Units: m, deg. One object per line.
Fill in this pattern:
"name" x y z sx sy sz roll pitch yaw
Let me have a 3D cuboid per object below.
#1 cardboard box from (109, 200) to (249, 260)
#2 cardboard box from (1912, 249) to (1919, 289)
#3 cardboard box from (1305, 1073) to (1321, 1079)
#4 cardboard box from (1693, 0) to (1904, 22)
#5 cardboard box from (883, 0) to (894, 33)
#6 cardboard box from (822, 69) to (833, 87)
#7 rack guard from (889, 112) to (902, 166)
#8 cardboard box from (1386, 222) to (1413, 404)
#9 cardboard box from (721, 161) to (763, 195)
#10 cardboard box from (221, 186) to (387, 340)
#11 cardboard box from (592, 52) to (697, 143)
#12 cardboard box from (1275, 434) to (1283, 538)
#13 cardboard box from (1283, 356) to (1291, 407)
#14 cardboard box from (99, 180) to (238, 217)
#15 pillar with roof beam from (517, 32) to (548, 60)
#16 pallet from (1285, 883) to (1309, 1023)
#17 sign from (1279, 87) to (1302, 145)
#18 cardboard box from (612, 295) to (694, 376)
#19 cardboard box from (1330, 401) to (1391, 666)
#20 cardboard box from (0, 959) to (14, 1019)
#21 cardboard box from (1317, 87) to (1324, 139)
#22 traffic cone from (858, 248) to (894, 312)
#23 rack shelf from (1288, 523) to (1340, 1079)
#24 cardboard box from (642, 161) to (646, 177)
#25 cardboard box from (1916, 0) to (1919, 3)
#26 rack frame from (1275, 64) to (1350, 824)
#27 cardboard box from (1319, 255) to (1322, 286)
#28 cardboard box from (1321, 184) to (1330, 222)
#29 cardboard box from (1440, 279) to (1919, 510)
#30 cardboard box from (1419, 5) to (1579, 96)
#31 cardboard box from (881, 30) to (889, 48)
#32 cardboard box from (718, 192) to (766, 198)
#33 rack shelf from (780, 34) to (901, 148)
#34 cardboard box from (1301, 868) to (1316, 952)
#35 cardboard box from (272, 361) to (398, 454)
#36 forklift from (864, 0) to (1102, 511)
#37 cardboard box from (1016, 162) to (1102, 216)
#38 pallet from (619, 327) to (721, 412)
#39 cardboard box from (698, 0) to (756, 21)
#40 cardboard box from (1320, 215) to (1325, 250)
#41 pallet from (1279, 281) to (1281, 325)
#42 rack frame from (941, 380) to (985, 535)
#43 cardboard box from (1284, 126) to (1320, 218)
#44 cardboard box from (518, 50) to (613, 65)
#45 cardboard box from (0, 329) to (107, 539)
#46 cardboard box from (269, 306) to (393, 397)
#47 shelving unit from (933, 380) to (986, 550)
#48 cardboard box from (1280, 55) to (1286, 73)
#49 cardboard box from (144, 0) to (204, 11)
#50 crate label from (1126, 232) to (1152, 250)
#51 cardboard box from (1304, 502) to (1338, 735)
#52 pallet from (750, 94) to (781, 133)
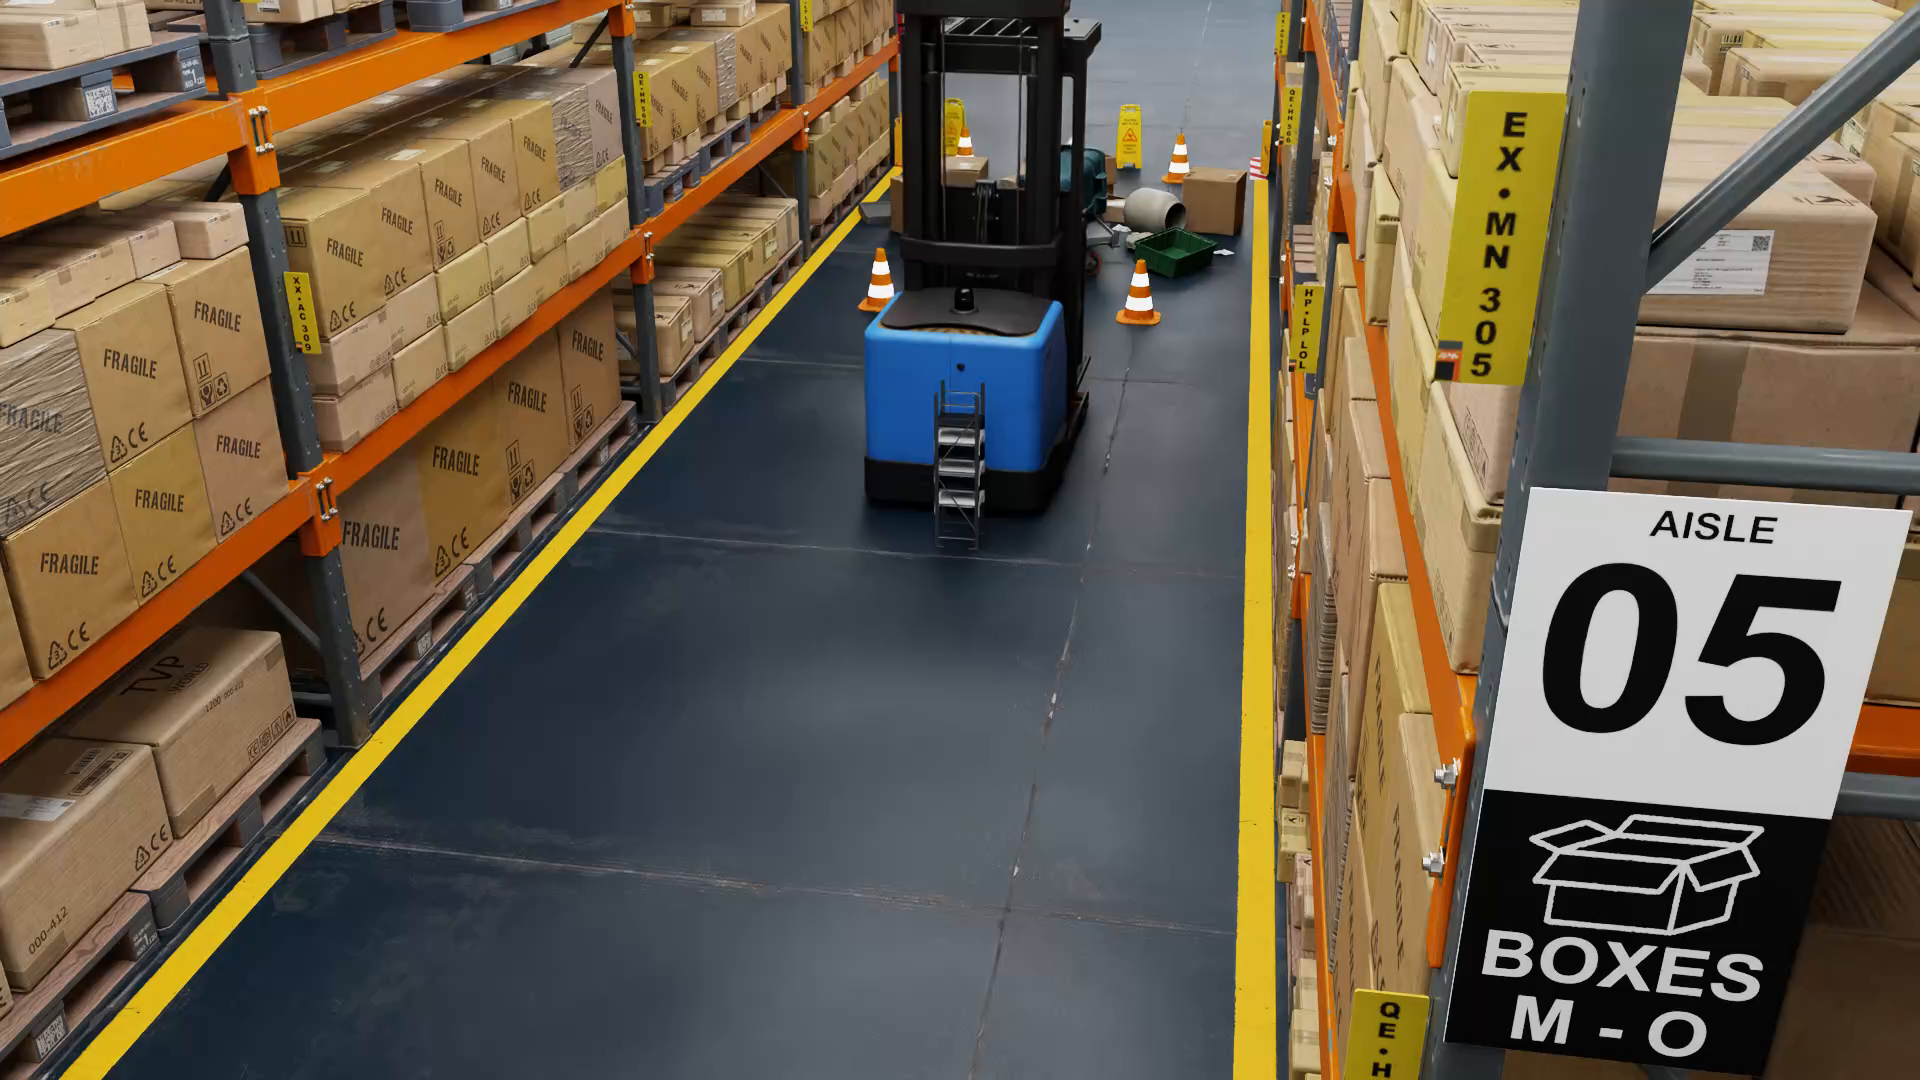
"cardboard box" -2.848 -1.135 6.073 0.380 0.149 0.250 4 25 7
"cardboard box" 1.412 -0.337 2.011 0.380 0.149 0.250 4 25 8
"cardboard box" 1.154 1.665 4.671 0.380 0.149 0.250 5 26 11
"cardboard box" 1.799 -1.091 3.620 0.380 0.149 0.250 4 25 8
"cardboard box" -0.968 -5.446 16.878 0.500 0.500 0.500 4 25 8
"cardboard box" -1.358 -4.159 14.893 0.380 0.149 0.250 5 26 10
"rack guard" -1.163 -4.348 17.950 1.175 0.500 0.348 4 25 9
"cardboard box" 1.118 -0.439 3.289 0.500 0.250 0.500 5 26 11
"cardboard box" -1.973 -3.390 14.817 0.500 0.500 0.500 4 25 8
"cardboard box" -2.757 -1.156 6.884 0.500 0.500 0.500 4 25 9
"cardboard box" -2.078 -2.927 11.001 0.500 0.500 0.500 5 26 11
"cardboard box" 1.916 -0.220 8.635 0.500 0.500 0.500 3 25 7
"cardboard box" 2.007 -0.780 8.946 0.500 0.250 0.500 4 25 8
"cardboard box" -3.287 -1.196 6.969 0.500 0.500 0.500 5 26 10
"pillar with roof beam" -1.824 -10.554 21.183 9.100 9.000 0.400 4 25 9
"pallet" 1.713 1.353 6.110 1.003 0.211 1.213 4 25 9
"sign" 1.894 -2.427 9.532 0.100 0.325 0.005 4 25 9
"cardboard box" -2.356 -1.402 11.312 0.950 0.372 0.625 2 25 5
"cardboard box" 1.206 -0.013 4.091 0.500 0.500 0.500 3 25 7
"cardboard box" -3.615 1.483 5.070 0.875 0.438 0.875 5 25 10
"cardboard box" 2.606 -2.763 10.316 0.700 0.500 0.500 4 25 8
"traffic cone" -0.626 -2.075 13.137 0.336 0.463 0.334 4 25 9
"rack shelf" 1.461 0.969 4.489 1.077 0.370 4.000 4 25 9
"cardboard box" -2.222 -2.366 10.567 0.380 0.149 0.250 3 25 5
"cardboard box" 7.855 -4.202 13.041 0.500 0.500 0.500 4 25 9
"rack frame" 1.788 -0.193 6.124 1.000 3.000 0.127 4 25 9
"cardboard box" 1.998 -1.319 8.332 0.380 0.149 0.250 5 26 10
"cardboard box" 2.045 -1.706 8.456 0.380 0.149 0.250 3 25 6
"cardboard box" 0.958 -0.247 2.289 0.500 0.250 0.500 3 25 7
"cardboard box" 1.172 -1.019 3.467 0.380 0.149 0.250 3 25 7
"cardboard box" -0.933 -5.114 16.933 0.380 0.149 0.250 4 25 8
"cardboard box" -1.973 -3.050 14.976 0.500 0.250 0.500 5 26 11
"rack shelf" -1.478 -4.350 15.854 1.077 0.370 4.000 4 25 9
"cardboard box" 1.289 1.200 5.313 0.380 0.149 0.250 5 25 10
"cardboard box" -2.780 -0.591 7.152 0.500 0.250 0.500 3 25 7
"forklift" 0.245 -2.091 10.261 1.130 2.935 3.031 5 26 10
"cardboard box" 0.915 -3.141 15.208 0.797 0.637 0.503 4 25 9
"pallet" -2.329 -1.230 11.629 1.003 0.211 1.213 4 25 9
"cardboard box" -1.757 -4.006 12.540 0.380 0.149 0.250 3 25 7
"cardboard box" 2.041 -1.558 8.490 0.380 0.149 0.250 4 25 9
"pallet" 3.044 -1.948 13.162 1.003 0.211 1.213 4 25 9
"rack frame" 0.015 -0.447 9.143 0.240 0.900 0.006 4 25 9
"cardboard box" 2.333 -2.327 10.564 0.500 0.500 0.500 4 25 9
"cardboard box" -2.585 -2.963 11.078 0.500 0.500 0.500 4 25 8
"cardboard box" -3.082 -0.350 5.162 0.500 0.500 0.500 4 25 9
"cardboard box" -2.762 -0.817 7.043 0.500 0.250 0.500 3 25 7
"shelving unit" -0.001 -0.404 9.052 0.258 0.900 0.210 4 25 9
"cardboard box" 3.449 -4.664 15.499 0.875 0.550 0.550 4 25 9
"cardboard box" -3.175 -2.385 6.879 0.500 0.311 0.500 4 25 9
"crate label" 1.624 -2.633 14.713 0.298 0.136 0.250 -14 29 -27
"cardboard box" 1.267 0.232 4.746 0.500 0.500 0.500 3 25 7
"pallet" -2.073 -3.443 13.294 1.003 0.211 1.213 4 25 9
